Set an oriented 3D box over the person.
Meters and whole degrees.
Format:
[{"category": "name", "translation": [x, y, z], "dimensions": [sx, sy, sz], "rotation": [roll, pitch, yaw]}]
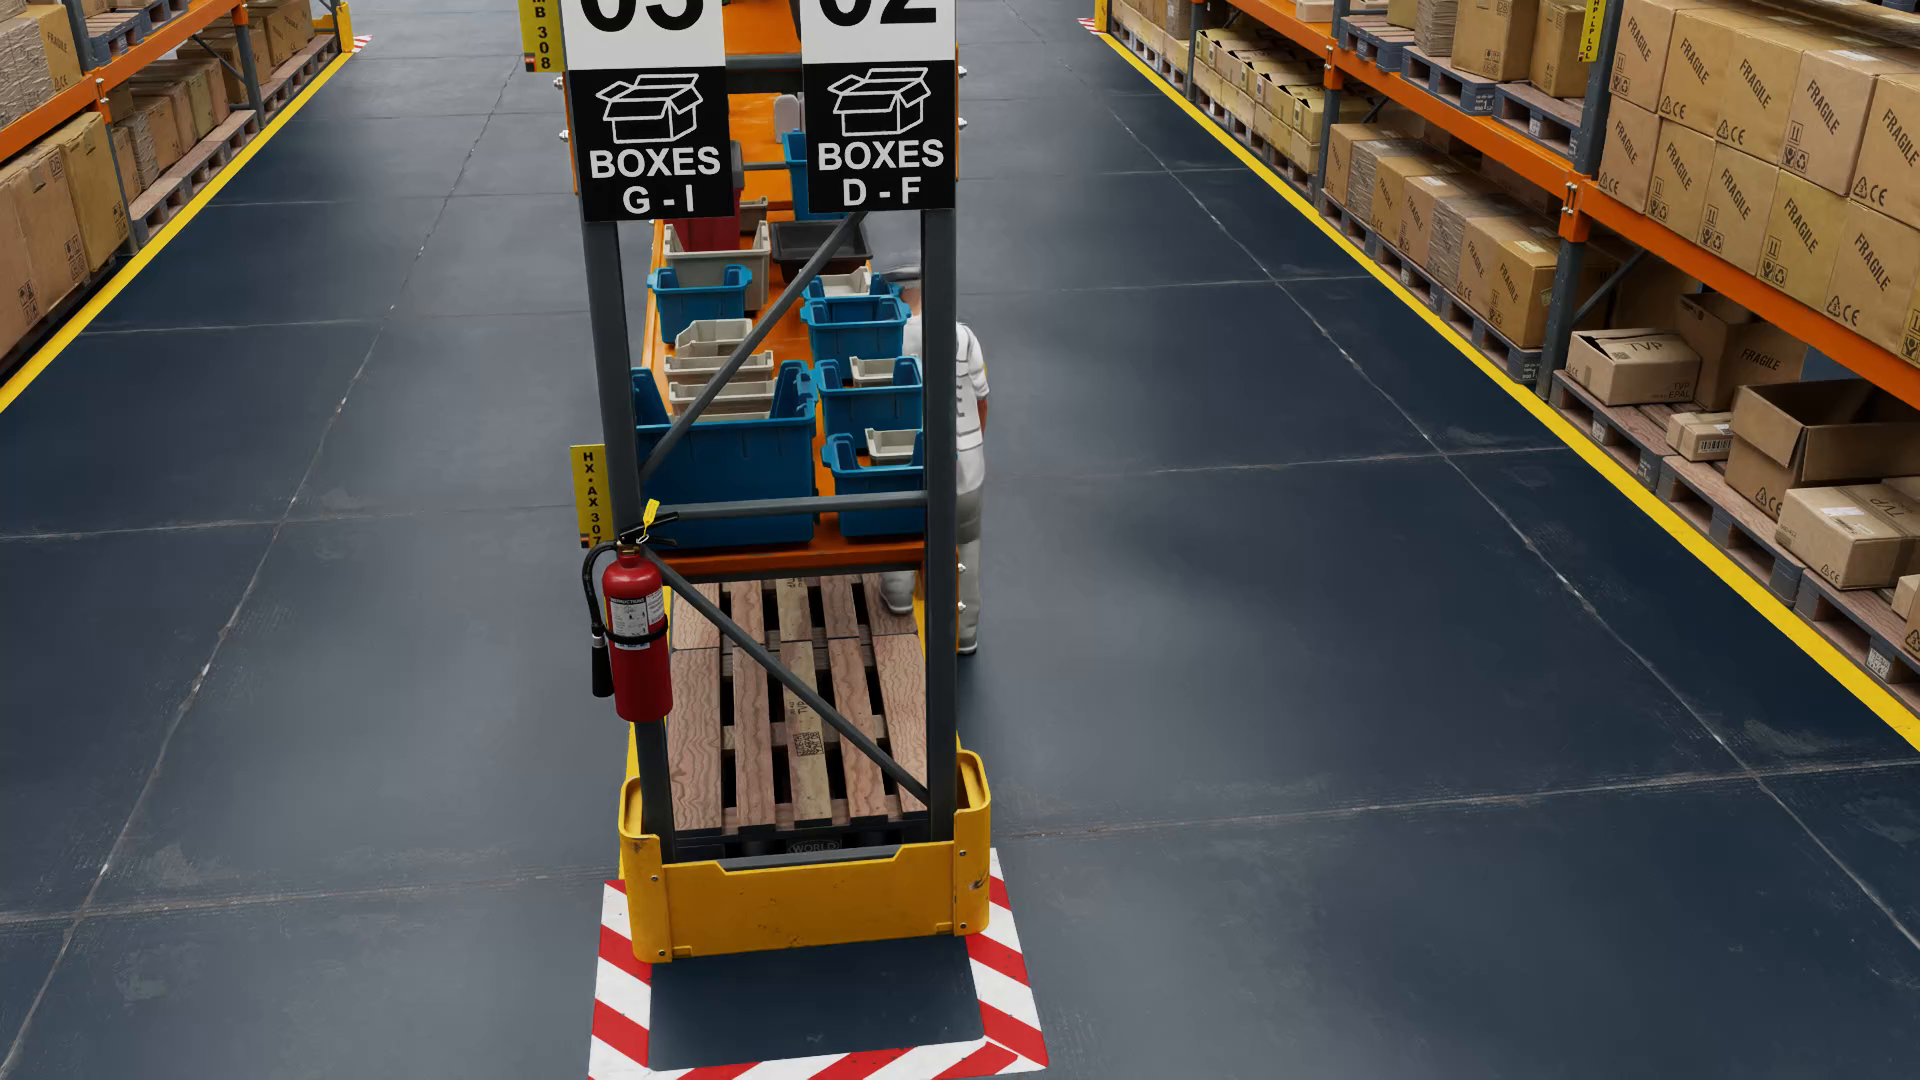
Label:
[{"category": "person", "translation": [-0.168, -0.294, 6.837], "dimensions": [0.575, 1.629, 0.618], "rotation": [-3, 27, -6]}]
